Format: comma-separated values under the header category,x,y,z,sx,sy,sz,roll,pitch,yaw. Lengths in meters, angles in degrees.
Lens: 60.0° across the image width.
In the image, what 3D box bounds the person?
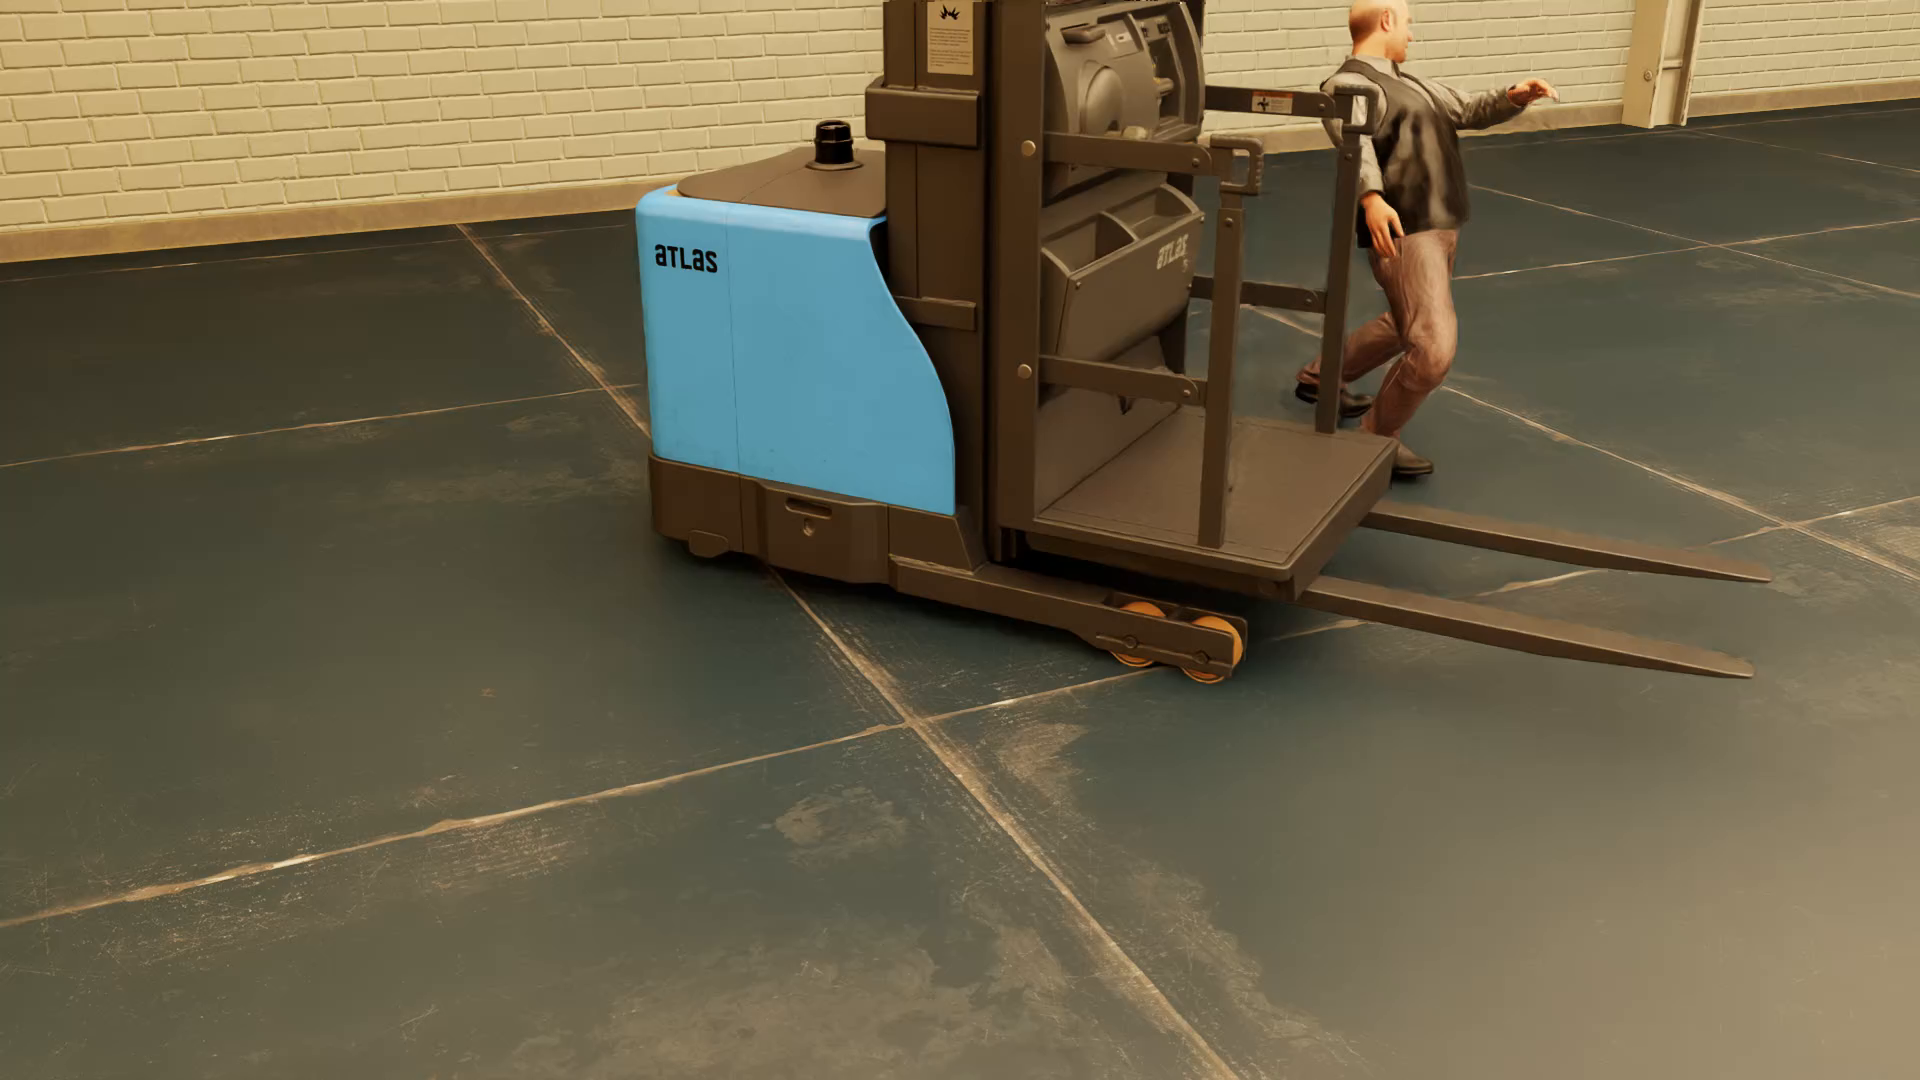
category,x,y,z,sx,sy,sz,roll,pitch,yaw
person,1.458,-0.977,5.431,0.815,1.517,0.903,10,25,23

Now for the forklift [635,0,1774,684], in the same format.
category,x,y,z,sx,sy,sz,roll,pitch,yaw
forklift,0.621,-1.222,4.227,3.031,2.935,1.130,12,25,26
